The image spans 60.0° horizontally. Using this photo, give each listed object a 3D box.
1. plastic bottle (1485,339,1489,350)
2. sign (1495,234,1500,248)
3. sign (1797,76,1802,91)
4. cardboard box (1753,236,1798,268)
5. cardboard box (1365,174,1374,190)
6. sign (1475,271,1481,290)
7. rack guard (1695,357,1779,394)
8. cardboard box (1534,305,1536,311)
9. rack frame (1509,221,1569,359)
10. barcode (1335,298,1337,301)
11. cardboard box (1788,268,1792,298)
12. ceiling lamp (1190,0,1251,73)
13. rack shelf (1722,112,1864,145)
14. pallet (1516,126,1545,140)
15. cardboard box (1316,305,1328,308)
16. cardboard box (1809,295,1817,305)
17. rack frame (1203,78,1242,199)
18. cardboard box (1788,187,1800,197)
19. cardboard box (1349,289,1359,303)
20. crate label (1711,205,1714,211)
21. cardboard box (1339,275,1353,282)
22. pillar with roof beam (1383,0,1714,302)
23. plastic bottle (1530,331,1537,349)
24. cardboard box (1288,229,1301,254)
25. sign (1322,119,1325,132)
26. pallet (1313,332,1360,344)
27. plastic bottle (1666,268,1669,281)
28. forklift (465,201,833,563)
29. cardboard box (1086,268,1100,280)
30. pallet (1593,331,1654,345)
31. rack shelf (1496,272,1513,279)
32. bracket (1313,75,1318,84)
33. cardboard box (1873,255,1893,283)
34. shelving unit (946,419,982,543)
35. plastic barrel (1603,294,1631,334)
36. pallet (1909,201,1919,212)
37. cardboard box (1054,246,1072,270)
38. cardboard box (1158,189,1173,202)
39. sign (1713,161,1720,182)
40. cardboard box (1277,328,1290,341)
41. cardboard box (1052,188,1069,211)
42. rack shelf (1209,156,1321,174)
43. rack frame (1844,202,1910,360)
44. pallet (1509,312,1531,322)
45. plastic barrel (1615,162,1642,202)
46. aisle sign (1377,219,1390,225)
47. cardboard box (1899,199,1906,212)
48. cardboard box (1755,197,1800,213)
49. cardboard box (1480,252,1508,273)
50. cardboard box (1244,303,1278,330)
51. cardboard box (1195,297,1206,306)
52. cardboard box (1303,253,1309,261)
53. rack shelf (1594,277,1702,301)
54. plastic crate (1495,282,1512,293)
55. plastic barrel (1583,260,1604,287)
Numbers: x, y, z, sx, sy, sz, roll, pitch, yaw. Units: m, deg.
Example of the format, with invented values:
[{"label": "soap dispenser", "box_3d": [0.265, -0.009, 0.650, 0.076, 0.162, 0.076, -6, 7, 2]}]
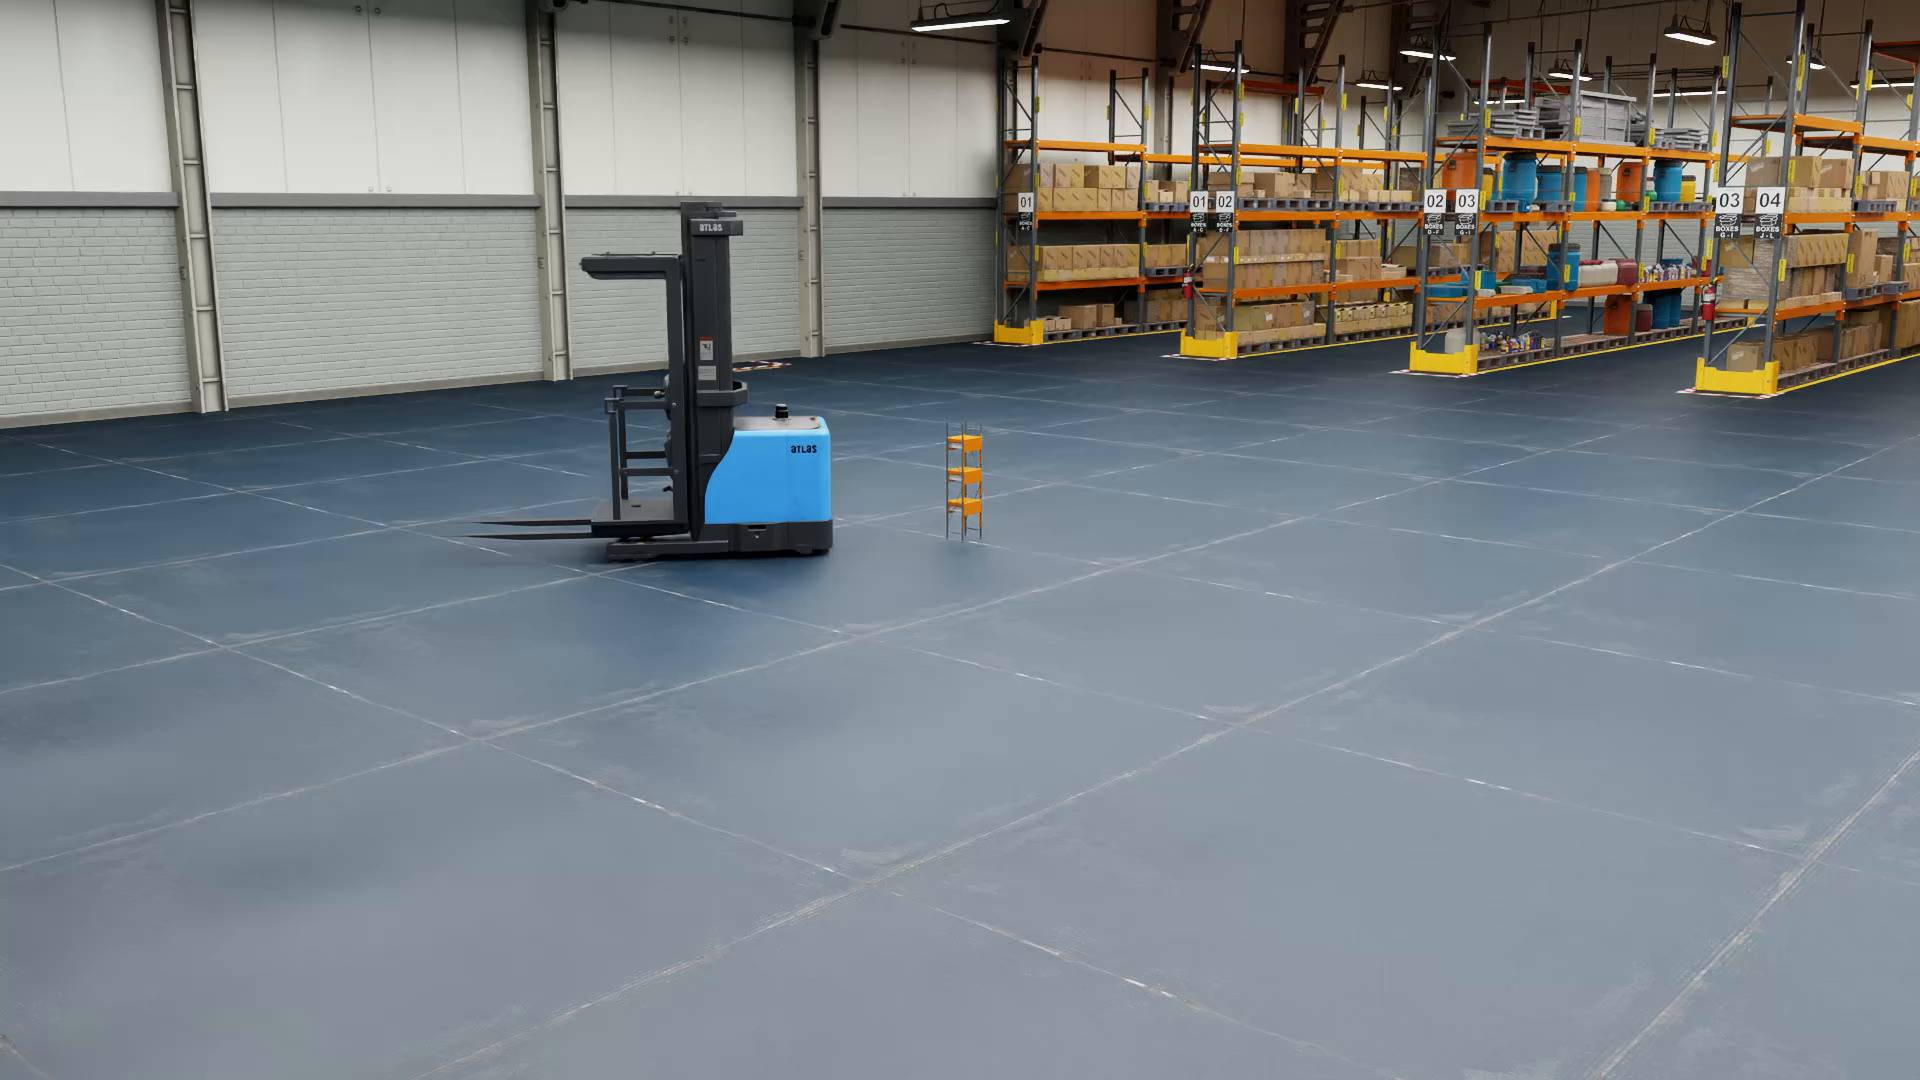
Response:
[{"label": "plastic bottle", "box_3d": [10.055, -3.731, 31.753, 0.097, 0.201, 0.097, 0, 11, 0]}, {"label": "sign", "box_3d": [13.290, -7.394, 41.115, 0.100, 0.325, 0.005, 10, 15, 40]}, {"label": "sign", "box_3d": [14.608, -7.987, 28.937, 0.100, 0.325, 0.005, 10, 15, 40]}, {"label": "cardboard box", "box_3d": [12.956, -4.581, 26.422, 0.500, 0.500, 0.500, 10, 15, 40]}, {"label": "cardboard box", "box_3d": [11.171, -9.931, 46.255, 0.500, 0.500, 0.500, 10, 15, 42]}, {"label": "sign", "box_3d": [9.078, -4.555, 29.150, 0.100, 0.325, 0.005, 10, 15, 40]}, {"label": "rack guard", "box_3d": [12.438, -2.636, 26.631, 1.175, 0.500, 0.348, 10, 15, 40]}, {"label": "cardboard box", "box_3d": [15.002, -6.152, 43.966, 0.380, 0.166, 0.250, 10, 15, 40]}, {"label": "rack frame", "box_3d": [11.308, -5.079, 32.483, 1.000, 3.000, 0.127, 10, 15, 40]}, {"label": "barcode", "box_3d": [8.071, -5.165, 35.718, 0.001, 0.075, 0.075, 10, 15, 40]}, {"label": "cardboard box", "box_3d": [13.012, -4.212, 27.125, 0.875, 0.500, 0.500, 10, 15, 40]}, {"label": "ceiling lamp", "box_3d": [5.885, -11.782, 35.821, 0.800, 3.185, 2.000, 10, 15, 40]}, {"label": "rack shelf", "box_3d": [13.708, -6.732, 27.287, 1.077, 0.370, 4.000, 10, 15, 40]}, {"label": "pallet", "box_3d": [9.979, -7.427, 30.425, 1.003, 0.211, 1.213, 10, 15, 40]}, {"label": "cardboard box", "box_3d": [7.980, -5.027, 36.737, 0.500, 0.311, 0.500, 10, 15, 42]}, {"label": "cardboard box", "box_3d": [14.106, -4.027, 27.857, 0.380, 0.149, 0.250, 10, 15, 40]}, {"label": "rack frame", "box_3d": [6.506, -9.891, 41.255, 1.000, 3.000, 0.127, 10, 15, 40]}, {"label": "cardboard box", "box_3d": [12.987, -5.480, 26.194, 0.380, 0.149, 0.250, 10, 15, 42]}, {"label": "cardboard box", "box_3d": [10.739, -6.842, 46.619, 0.700, 0.500, 0.500, 9, 14, 39]}, {"label": "crate label", "box_3d": [17.129, -7.633, 38.281, 0.293, 0.136, 0.466, 10, 15, 40]}, {"label": "cardboard box", "box_3d": [8.328, -5.701, 36.237, 0.380, 0.149, 0.250, 10, 15, 40]}, {"label": "pillar with roof beam", "box_3d": [16.154, -11.020, 46.910, 9.100, 9.000, 0.548, 10, 15, 40]}, {"label": "plastic bottle", "box_3d": [10.973, -3.836, 31.897, 0.144, 0.351, 0.185, 9, 14, 38]}, {"label": "cardboard box", "box_3d": [6.638, -6.191, 34.483, 0.700, 0.500, 0.500, 10, 15, 40]}, {"label": "sign", "box_3d": [9.562, -10.908, 43.760, 0.100, 0.325, 0.005, 10, 15, 40]}, {"label": "pallet", "box_3d": [8.047, -4.466, 36.533, 1.003, 0.211, 1.213, 10, 15, 40]}, {"label": "plastic bottle", "box_3d": [15.637, -5.877, 36.777, 0.061, 0.283, 0.133, 10, 15, 40]}, {"label": "forklift", "box_3d": [-2.632, -1.357, 14.022, 3.031, 2.935, 1.130, -1, 11, -7]}, {"label": "cardboard box", "box_3d": [2.794, -5.965, 37.250, 0.500, 0.250, 0.500, 10, 15, 41]}, {"label": "pallet", "box_3d": [14.437, -4.422, 36.310, 1.003, 0.211, 1.213, 10, 15, 40]}, {"label": "rack shelf", "box_3d": [14.191, -6.839, 43.129, 1.077, 0.370, 4.000, 10, 15, 40]}, {"label": "bracket", "box_3d": [9.500, -12.474, 45.000, 0.235, 0.232, 0.430, 10, 15, 40]}, {"label": "cardboard box", "box_3d": [17.049, -5.103, 31.273, 0.500, 0.500, 0.700, -9, 15, -39]}, {"label": "shelving unit", "box_3d": [0.035, -0.523, 14.648, 0.215, 1.050, 0.252, 10, 15, 40]}, {"label": "plastic barrel", "box_3d": [14.258, -4.884, 35.972, 0.600, 0.830, 0.708, 10, 15, 40]}, {"label": "pallet", "box_3d": [18.054, -6.507, 32.457, 1.213, 0.211, 1.003, 11, 16, 43]}, {"label": "cardboard box", "box_3d": [2.100, -6.178, 36.404, 0.500, 0.500, 0.500, 10, 15, 41]}, {"label": "cardboard box", "box_3d": [4.694, -8.154, 39.375, 0.500, 0.311, 0.500, 10, 15, 42]}, {"label": "sign", "box_3d": [11.984, -5.830, 26.324, 0.100, 0.325, 0.005, 10, 15, 40]}, {"label": "cardboard box", "box_3d": [6.462, -4.260, 34.329, 0.500, 0.250, 0.500, 10, 15, 40]}, {"label": "cardboard box", "box_3d": [2.015, -7.393, 36.101, 0.500, 0.500, 0.500, -11, 16, -44]}, {"label": "rack shelf", "box_3d": [7.827, -9.636, 42.838, 1.077, 0.370, 4.000, 10, 15, 40]}, {"label": "rack frame", "box_3d": [17.669, -5.027, 32.223, 1.000, 3.000, 0.127, 10, 15, 40]}, {"label": "pallet", "box_3d": [14.130, -5.811, 43.266, 1.003, 0.211, 1.213, 10, 15, 40]}, {"label": "plastic barrel", "box_3d": [14.325, -7.638, 35.469, 0.600, 0.830, 0.708, 10, 15, 40]}, {"label": "aisle sign", "box_3d": [12.060, -9.372, 47.340, 0.394, 0.787, 0.004, 10, 15, 40]}, {"label": "cardboard box", "box_3d": [17.539, -6.323, 31.435, 0.500, 0.250, 0.500, 10, 15, 40]}, {"label": "cardboard box", "box_3d": [12.900, -5.285, 26.239, 0.500, 0.250, 0.500, 10, 15, 42]}, {"label": "cardboard box", "box_3d": [13.412, -6.986, 41.774, 0.500, 0.500, 0.500, 10, 15, 42]}, {"label": "cardboard box", "box_3d": [6.119, -4.556, 33.898, 0.500, 0.500, 0.500, 10, 15, 40]}, {"label": "cardboard box", "box_3d": [5.643, -5.765, 41.176, 0.700, 0.500, 0.500, 10, 15, 40]}, {"label": "cardboard box", "box_3d": [7.063, -5.906, 34.710, 0.380, 0.149, 0.250, 10, 15, 40]}, {"label": "rack shelf", "box_3d": [15.269, -5.609, 36.973, 1.077, 0.370, 4.000, 10, 15, 40]}, {"label": "plastic crate", "box_3d": [10.200, -4.812, 31.687, 0.450, 0.188, 0.662, 10, 15, 40]}, {"label": "plastic barrel", "box_3d": [12.874, -5.430, 33.892, 0.433, 0.535, 0.433, 0, 11, 0]}]
